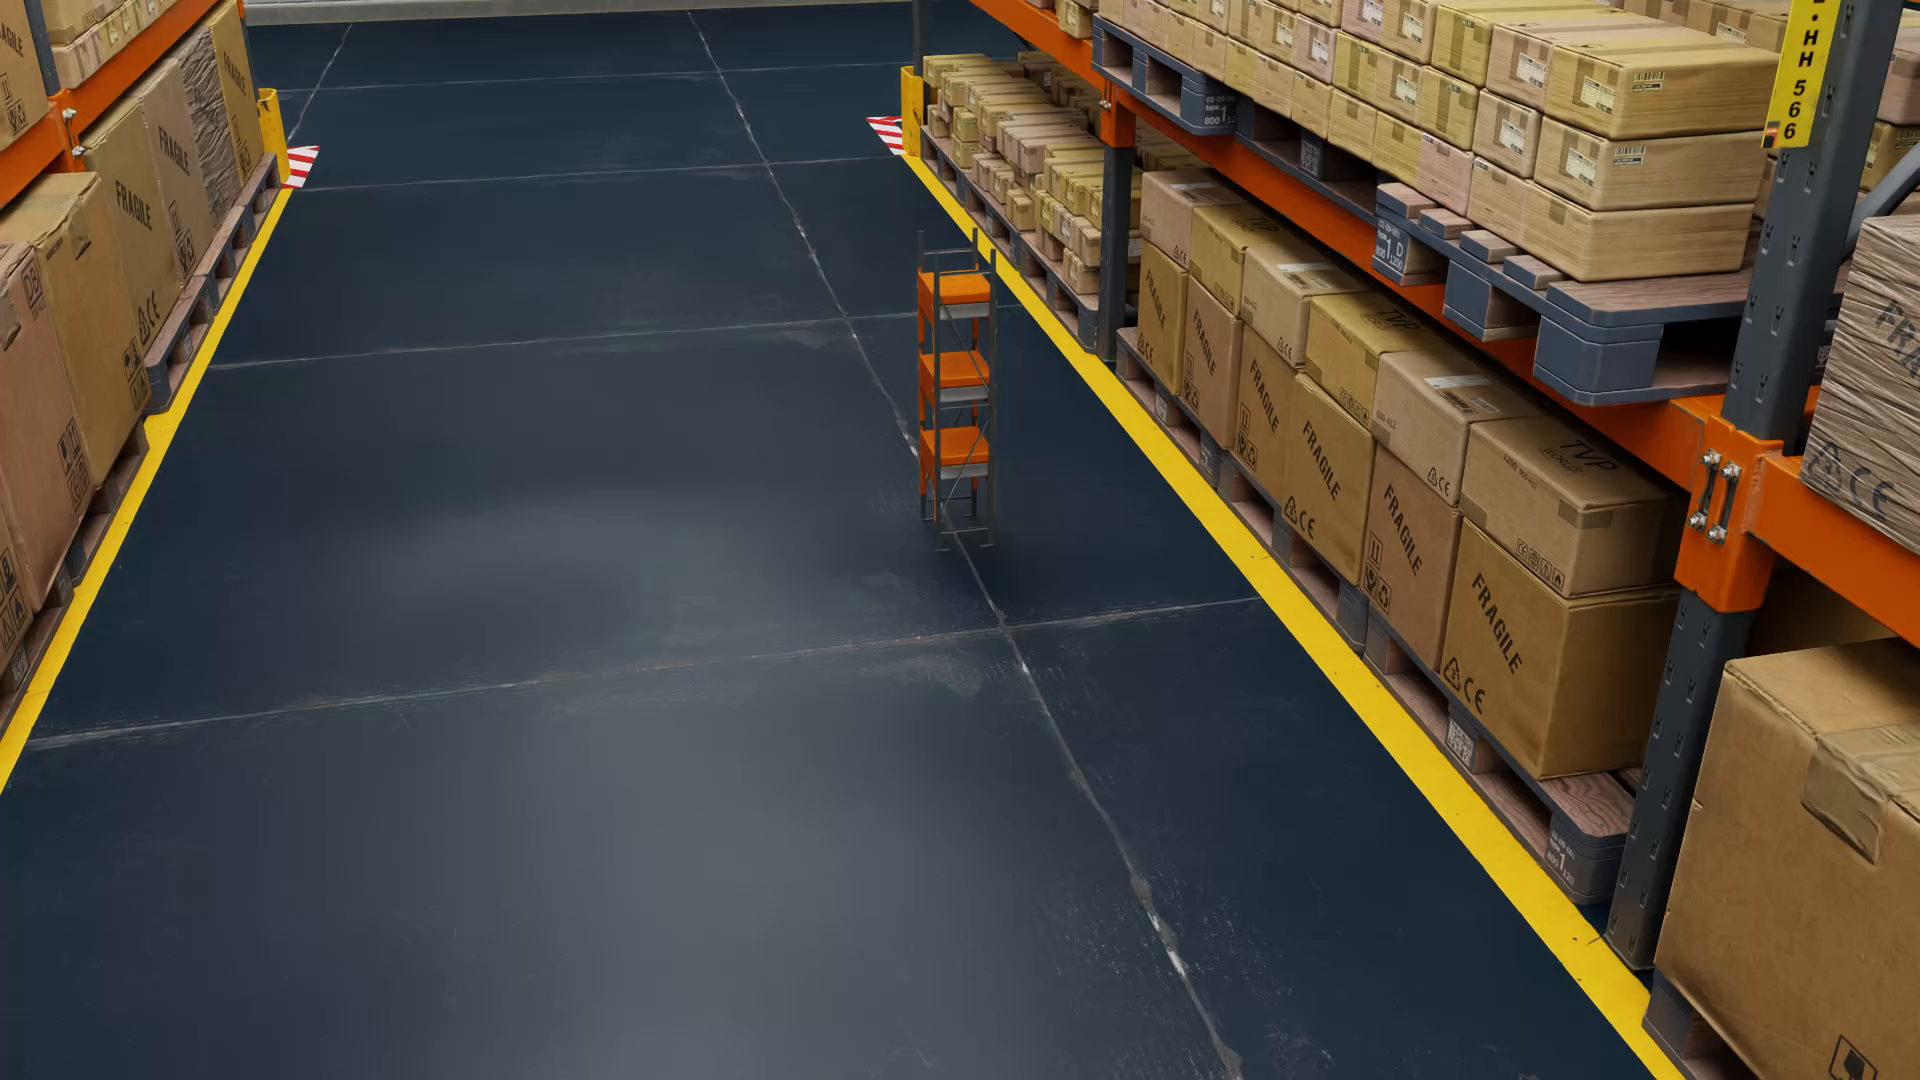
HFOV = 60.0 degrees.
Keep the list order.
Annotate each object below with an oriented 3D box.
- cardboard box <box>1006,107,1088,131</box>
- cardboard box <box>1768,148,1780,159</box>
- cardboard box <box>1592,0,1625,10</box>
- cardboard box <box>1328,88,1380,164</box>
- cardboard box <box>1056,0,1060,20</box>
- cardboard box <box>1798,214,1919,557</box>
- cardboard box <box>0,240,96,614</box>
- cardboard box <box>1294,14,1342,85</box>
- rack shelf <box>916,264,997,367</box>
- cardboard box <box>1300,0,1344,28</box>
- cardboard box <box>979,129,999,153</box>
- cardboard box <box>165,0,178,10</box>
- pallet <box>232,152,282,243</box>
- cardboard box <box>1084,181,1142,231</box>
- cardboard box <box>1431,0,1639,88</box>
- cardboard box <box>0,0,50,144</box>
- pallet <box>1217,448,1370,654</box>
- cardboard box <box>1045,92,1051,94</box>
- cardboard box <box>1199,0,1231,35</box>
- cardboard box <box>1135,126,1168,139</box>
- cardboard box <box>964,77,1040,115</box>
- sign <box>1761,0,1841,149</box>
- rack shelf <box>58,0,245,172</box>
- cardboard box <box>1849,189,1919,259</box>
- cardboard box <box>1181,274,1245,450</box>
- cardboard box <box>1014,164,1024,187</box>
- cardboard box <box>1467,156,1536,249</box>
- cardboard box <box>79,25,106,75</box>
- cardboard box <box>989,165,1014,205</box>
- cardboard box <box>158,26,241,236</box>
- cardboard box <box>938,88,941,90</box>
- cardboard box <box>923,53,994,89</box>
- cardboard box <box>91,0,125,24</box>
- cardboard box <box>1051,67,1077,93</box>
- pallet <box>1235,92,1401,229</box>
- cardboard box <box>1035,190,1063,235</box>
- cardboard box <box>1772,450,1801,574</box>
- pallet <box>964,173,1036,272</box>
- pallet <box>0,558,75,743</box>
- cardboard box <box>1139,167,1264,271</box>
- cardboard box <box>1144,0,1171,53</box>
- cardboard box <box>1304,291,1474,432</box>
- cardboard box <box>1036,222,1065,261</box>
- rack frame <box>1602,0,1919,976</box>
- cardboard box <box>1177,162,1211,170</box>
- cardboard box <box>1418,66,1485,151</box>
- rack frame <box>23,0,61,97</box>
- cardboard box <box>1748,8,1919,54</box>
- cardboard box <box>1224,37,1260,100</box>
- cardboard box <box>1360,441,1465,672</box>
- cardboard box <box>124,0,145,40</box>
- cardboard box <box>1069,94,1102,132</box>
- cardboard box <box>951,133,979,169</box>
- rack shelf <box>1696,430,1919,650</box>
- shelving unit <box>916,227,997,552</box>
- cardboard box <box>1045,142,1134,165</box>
[{"bbox_3d":[0.455,-2.178,8.773,0.380,0.149,0.250,-6,27,-11],"label":"cardboard box"},{"bbox_3d":[2.029,-0.986,3.856,0.380,0.149,0.250,-5,27,-9],"label":"cardboard box"},{"bbox_3d":[1.854,-1.450,4.447,0.380,0.149,0.250,-5,27,-9],"label":"cardboard box"},{"bbox_3d":[1.219,-1.121,4.455,0.380,0.149,0.250,-7,28,-14],"label":"cardboard box"},{"bbox_3d":[0.645,-2.397,7.449,0.380,0.149,0.250,-5,27,-10],"label":"cardboard box"},{"bbox_3d":[1.843,-0.246,2.798,0.500,0.500,0.500,-6,27,-11],"label":"cardboard box"},{"bbox_3d":[-3.385,-0.291,4.889,1.225,0.875,0.875,-7,28,-13],"label":"cardboard box"},{"bbox_3d":[1.158,-1.371,4.620,0.380,0.149,0.250,-5,27,-10],"label":"cardboard box"},{"bbox_3d":[-0.012,-0.736,5.437,0.215,0.259,0.240,-6,27,-12],"label":"rack shelf"},{"bbox_3d":[1.159,-1.503,4.552,0.380,0.149,0.250,-5,27,-9],"label":"cardboard box"},{"bbox_3d":[0.323,-2.275,9.295,0.380,0.149,0.250,-7,28,-14],"label":"cardboard box"},{"bbox_3d":[-3.907,-2.573,7.797,0.380,0.149,0.250,-5,27,-11],"label":"cardboard box"},{"bbox_3d":[-4.396,-1.891,9.262,1.003,0.211,1.213,-6,27,-12],"label":"pallet"},{"bbox_3d":[0.770,-1.492,7.415,0.380,0.149,0.250,-5,27,-10],"label":"cardboard box"},{"bbox_3d":[1.335,-1.161,3.874,0.380,0.149,0.250,-5,27,-10],"label":"cardboard box"},{"bbox_3d":[-3.380,-1.590,5.460,0.500,0.500,0.500,-6,27,-11],"label":"cardboard box"},{"bbox_3d":[1.559,-0.059,5.633,1.003,0.211,1.213,-6,27,-12],"label":"pallet"},{"bbox_3d":[0.606,-2.663,10.064,0.380,0.149,0.250,-7,28,-13],"label":"cardboard box"},{"bbox_3d":[0.986,-1.711,5.294,0.380,0.149,0.250,-5,27,-10],"label":"cardboard box"},{"bbox_3d":[1.060,-2.000,8.421,0.380,0.149,0.250,-5,27,-10],"label":"cardboard box"},{"bbox_3d":[0.237,-2.521,9.453,0.380,0.149,0.250,-7,28,-14],"label":"cardboard box"},{"bbox_3d":[1.479,-0.848,2.905,0.100,0.325,0.005,-6,27,-12],"label":"sign"},{"bbox_3d":[-4.202,-2.280,7.736,1.077,0.370,4.000,-6,27,-12],"label":"rack shelf"},{"bbox_3d":[2.101,-0.718,3.657,0.380,0.149,0.250,-6,27,-12],"label":"cardboard box"},{"bbox_3d":[1.133,-0.670,6.057,0.500,0.500,0.500,-5,27,-9],"label":"cardboard box"},{"bbox_3d":[0.494,-1.919,8.590,0.380,0.149,0.250,-7,28,-14],"label":"cardboard box"},{"bbox_3d":[1.392,-0.780,3.780,0.380,0.149,0.250,-6,27,-12],"label":"cardboard box"},{"bbox_3d":[-3.553,-1.890,6.444,0.380,0.149,0.250,-7,28,-13],"label":"cardboard box"},{"bbox_3d":[0.370,-1.913,8.908,0.380,0.149,0.250,-6,27,-12],"label":"cardboard box"},{"bbox_3d":[-4.225,-2.045,8.365,0.875,0.875,0.875,-6,27,-12],"label":"cardboard box"},{"bbox_3d":[0.070,-2.730,10.197,0.380,0.149,0.250,-5,27,-9],"label":"cardboard box"},{"bbox_3d":[-0.010,-2.854,10.113,0.380,0.149,0.250,-7,28,-14],"label":"cardboard box"},{"bbox_3d":[-3.709,-2.240,6.696,0.500,0.250,0.500,-6,27,-12],"label":"cardboard box"},{"bbox_3d":[0.751,-2.695,9.798,0.380,0.149,0.250,-7,28,-13],"label":"cardboard box"},{"bbox_3d":[1.519,-1.205,5.022,1.003,0.211,1.213,-6,27,-12],"label":"pallet"},{"bbox_3d":[0.573,-1.569,7.897,0.380,0.149,0.250,-7,28,-13],"label":"cardboard box"},{"bbox_3d":[2.086,-0.160,4.213,0.500,0.250,0.500,-7,28,-14],"label":"cardboard box"},{"bbox_3d":[0.640,-1.765,9.013,1.003,0.211,1.213,-6,27,-12],"label":"pallet"},{"bbox_3d":[-3.226,0.390,4.743,1.003,0.211,1.213,-6,27,-12],"label":"pallet"},{"bbox_3d":[1.013,-1.237,6.348,0.500,0.250,0.500,-7,28,-14],"label":"cardboard box"},{"bbox_3d":[0.865,-1.807,5.813,0.380,0.149,0.250,-6,27,-11],"label":"cardboard box"},{"bbox_3d":[1.372,-0.551,4.989,0.500,0.250,0.500,-5,27,-10],"label":"cardboard box"},{"bbox_3d":[0.584,-1.466,8.024,0.380,0.149,0.250,-7,28,-13],"label":"cardboard box"},{"bbox_3d":[2.005,-0.426,3.265,1.000,3.000,0.127,-6,27,-12],"label":"rack frame"},{"bbox_3d":[1.224,-1.662,7.751,0.380,0.149,0.250,-5,27,-9],"label":"cardboard box"},{"bbox_3d":[1.327,-1.037,3.958,0.380,0.149,0.250,-5,27,-10],"label":"cardboard box"},{"bbox_3d":[-3.751,-1.723,5.834,1.000,3.000,0.127,-6,27,-12],"label":"rack frame"},{"bbox_3d":[2.027,-1.107,3.767,0.380,0.149,0.250,-7,28,-13],"label":"cardboard box"},{"bbox_3d":[1.044,-1.465,5.136,0.380,0.149,0.250,-6,27,-13],"label":"cardboard box"},{"bbox_3d":[1.489,0.012,4.706,0.500,0.500,0.500,-5,27,-10],"label":"cardboard box"},{"bbox_3d":[-3.732,-2.233,7.123,0.380,0.149,0.250,-6,27,-12],"label":"cardboard box"},{"bbox_3d":[0.814,-2.335,9.086,0.380,0.149,0.250,-7,28,-13],"label":"cardboard box"},{"bbox_3d":[0.161,-2.252,9.581,0.380,0.149,0.250,-6,27,-11],"label":"cardboard box"},{"bbox_3d":[2.456,0.773,1.688,1.077,0.370,4.000,-6,27,-12],"label":"rack shelf"},{"bbox_3d":[-0.012,-0.492,5.560,0.215,1.050,0.252,-6,27,-12],"label":"shelving unit"},{"bbox_3d":[0.628,-1.831,8.086,0.380,0.149,0.250,-5,27,-10],"label":"cardboard box"}]
